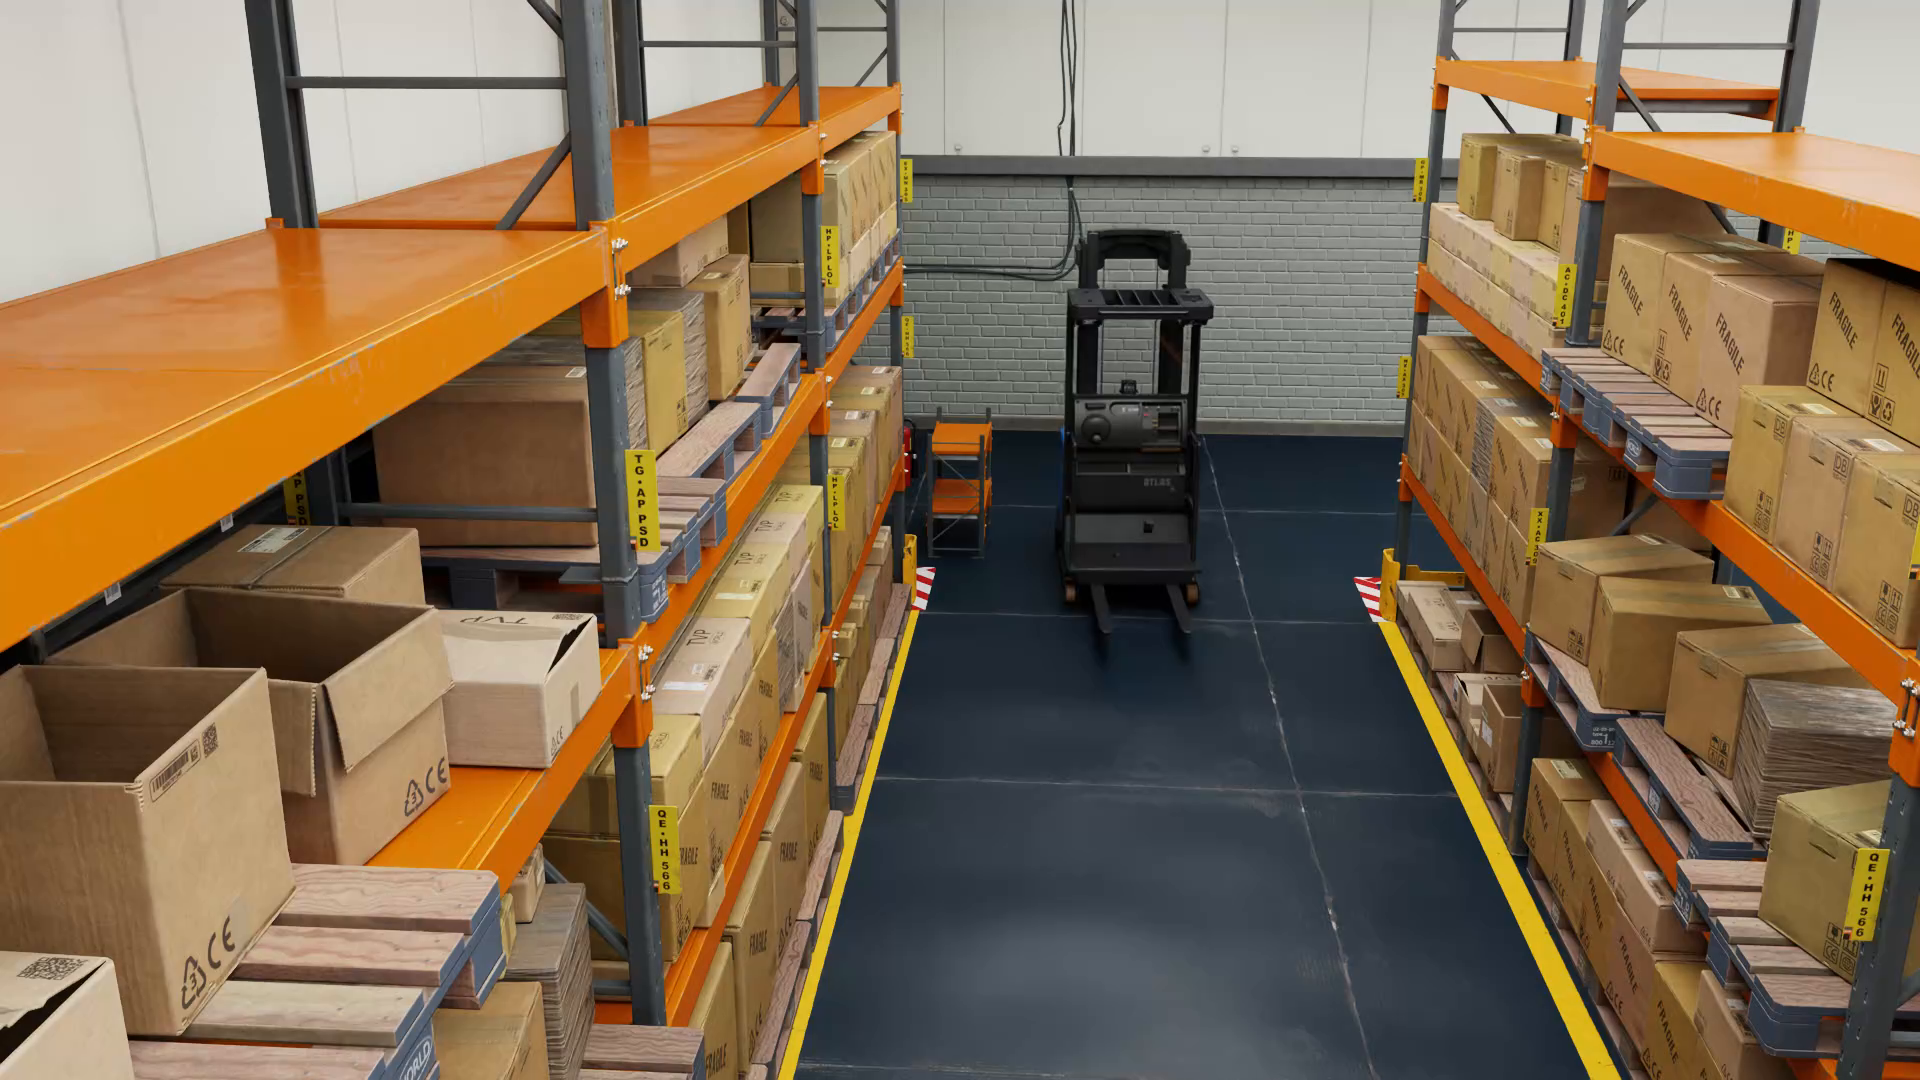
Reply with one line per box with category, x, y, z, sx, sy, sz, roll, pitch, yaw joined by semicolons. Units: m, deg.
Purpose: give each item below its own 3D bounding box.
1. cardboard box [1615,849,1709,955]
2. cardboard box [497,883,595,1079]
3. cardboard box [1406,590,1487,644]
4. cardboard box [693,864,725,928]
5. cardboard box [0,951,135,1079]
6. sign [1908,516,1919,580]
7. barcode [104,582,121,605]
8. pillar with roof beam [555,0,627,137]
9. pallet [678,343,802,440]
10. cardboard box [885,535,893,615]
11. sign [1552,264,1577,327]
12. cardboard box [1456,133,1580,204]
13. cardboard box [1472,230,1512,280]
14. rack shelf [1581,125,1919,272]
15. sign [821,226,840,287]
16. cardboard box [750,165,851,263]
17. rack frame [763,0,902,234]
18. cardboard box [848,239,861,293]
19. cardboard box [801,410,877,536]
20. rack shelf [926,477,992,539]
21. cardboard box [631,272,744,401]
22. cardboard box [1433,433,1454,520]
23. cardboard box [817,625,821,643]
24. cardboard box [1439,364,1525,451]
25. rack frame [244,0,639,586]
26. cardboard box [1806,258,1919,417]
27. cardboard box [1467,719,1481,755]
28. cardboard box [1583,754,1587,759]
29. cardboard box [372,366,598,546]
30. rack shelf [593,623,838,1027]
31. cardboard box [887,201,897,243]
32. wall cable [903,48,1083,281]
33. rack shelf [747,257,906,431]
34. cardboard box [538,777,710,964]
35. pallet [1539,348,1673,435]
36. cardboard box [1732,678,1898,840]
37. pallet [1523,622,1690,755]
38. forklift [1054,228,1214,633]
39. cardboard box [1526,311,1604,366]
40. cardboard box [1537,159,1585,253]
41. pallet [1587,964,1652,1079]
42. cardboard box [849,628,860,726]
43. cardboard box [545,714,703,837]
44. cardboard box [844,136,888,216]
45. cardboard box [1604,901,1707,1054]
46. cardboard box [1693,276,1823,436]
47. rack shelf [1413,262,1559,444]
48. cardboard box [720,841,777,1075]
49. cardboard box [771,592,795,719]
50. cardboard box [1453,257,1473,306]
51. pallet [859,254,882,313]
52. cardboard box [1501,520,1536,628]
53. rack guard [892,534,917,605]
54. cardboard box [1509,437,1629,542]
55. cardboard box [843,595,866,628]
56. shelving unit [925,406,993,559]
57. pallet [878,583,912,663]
cardboard box;3.316;1.638;7.537;0.500;0.250;0.500;1;18;3
cardboard box;-1.551;1.427;5.210;0.700;0.500;0.500;-1;18;-3
cardboard box;3.630;0.578;12.379;0.500;0.250;0.500;1;18;4
cardboard box;-1.142;1.392;6.557;0.380;0.149;0.250;2;18;6
cardboard box;-1.651;0.838;2.527;0.500;0.311;0.500;2;18;6
sign;2.873;-0.037;4.898;0.100;0.325;0.005;1;18;4
barcode;-2.120;0.120;4.157;0.001;0.075;0.075;1;18;4
pillar with roof beam;2.241;-2.696;9.027;9.100;9.000;0.400;1;18;4
pallet;-1.257;-0.753;8.222;0.805;0.209;1.217;1;18;2
cardboard box;-0.904;0.261;12.977;0.700;0.500;0.500;1;18;4
sign;3.159;-1.276;8.680;0.100;0.325;0.005;1;18;4
cardboard box;3.967;-2.626;11.863;0.700;0.500;0.500;1;18;4
cardboard box;3.579;-1.810;10.577;0.500;0.250;0.500;1;18;4
rack shelf;3.557;-1.293;6.542;1.077;0.370;4.000;1;18;4
sign;-0.698;-1.516;8.908;0.100;0.325;0.005;1;18;4
cardboard box;-0.910;-1.878;9.547;0.500;0.500;0.500;1;18;3
rack frame;-0.954;-3.798;12.389;1.000;3.000;0.127;1;18;4
cardboard box;-0.877;-1.673;10.126;0.500;0.250;0.500;1;18;3
cardboard box;-1.085;-0.468;11.380;0.980;0.700;0.700;0;18;1
rack shelf;0.000;-0.304;15.157;0.538;0.278;1.000;1;18;4
cardboard box;-1.388;-0.942;7.622;0.700;0.500;0.500;1;18;3
cardboard box;3.622;-0.437;11.606;0.500;0.500;0.500;1;18;4
cardboard box;-0.982;0.516;9.228;0.380;0.149;0.250;1;18;4
cardboard box;3.622;-0.911;11.445;0.500;0.500;0.500;2;18;5
rack frame;-1.527;-1.313;4.806;1.000;3.000;0.127;1;18;4
cardboard box;3.525;-0.753;6.148;0.500;0.500;0.500;1;18;4
cardboard box;3.426;1.249;10.492;0.380;0.149;0.250;1;18;4
cardboard box;3.947;1.348;9.931;0.500;0.311;0.500;1;18;4
cardboard box;-1.550;-0.294;5.644;0.700;0.500;0.500;0;18;0
rack shelf;-1.384;1.258;7.748;1.077;0.370;4.000;1;18;4
cardboard box;-0.741;-2.315;12.086;0.500;0.250;0.500;2;18;6
wall cable;-0.192;-4.071;18.209;3.097;2.526;0.112;1;18;4
rack shelf;-1.097;-1.410;11.072;1.077;0.370;4.000;1;18;4
cardboard box;-1.237;1.194;6.118;0.500;0.500;0.500;2;18;6
pallet;3.584;-0.731;8.147;1.213;0.211;1.003;1;18;4
cardboard box;3.603;0.922;6.784;0.700;0.500;0.500;5;19;14
pallet;3.535;0.742;8.478;1.003;0.211;1.213;1;18;4
forklift;1.407;-0.963;13.483;1.130;2.935;3.031;0;18;0
cardboard box;3.470;-1.106;9.233;0.500;0.250;0.500;1;18;4
cardboard box;3.905;-2.003;9.962;0.700;0.500;0.500;1;18;4
pallet;3.595;2.363;7.699;1.003;0.211;1.213;1;18;4
cardboard box;-1.045;0.898;11.033;0.700;0.500;0.500;1;18;3
cardboard box;-1.235;0.839;5.999;0.500;0.250;0.500;2;18;5
cardboard box;-0.781;-2.516;11.496;0.500;0.500;0.500;2;18;6
cardboard box;3.316;2.006;7.618;0.500;0.500;0.500;1;18;2
cardboard box;3.498;-0.746;6.897;0.600;0.600;0.600;1;18;2
rack shelf;3.844;-1.300;10.739;1.077;0.370;4.000;1;18;4
cardboard box;-1.274;1.862;7.528;0.750;0.750;0.750;1;18;4
cardboard box;-1.093;0.560;8.052;0.500;0.500;0.500;1;18;4
cardboard box;3.614;-1.728;11.129;0.500;0.250;0.500;1;18;4
pallet;-1.081;-1.720;11.007;1.003;0.211;1.213;1;18;4
cardboard box;3.481;0.196;9.674;0.500;0.500;0.500;2;18;5
rack guard;-0.952;0.233;13.735;1.175;0.500;0.348;1;18;4
cardboard box;3.479;-0.281;9.524;0.500;0.500;0.500;1;18;4
cardboard box;-0.841;0.481;11.263;0.380;0.149;0.250;1;18;2
shelving unit;0.000;-0.537;15.081;0.538;1.125;1.048;1;18;4
pallet;-0.933;0.628;12.994;1.003;0.211;1.213;1;18;4
